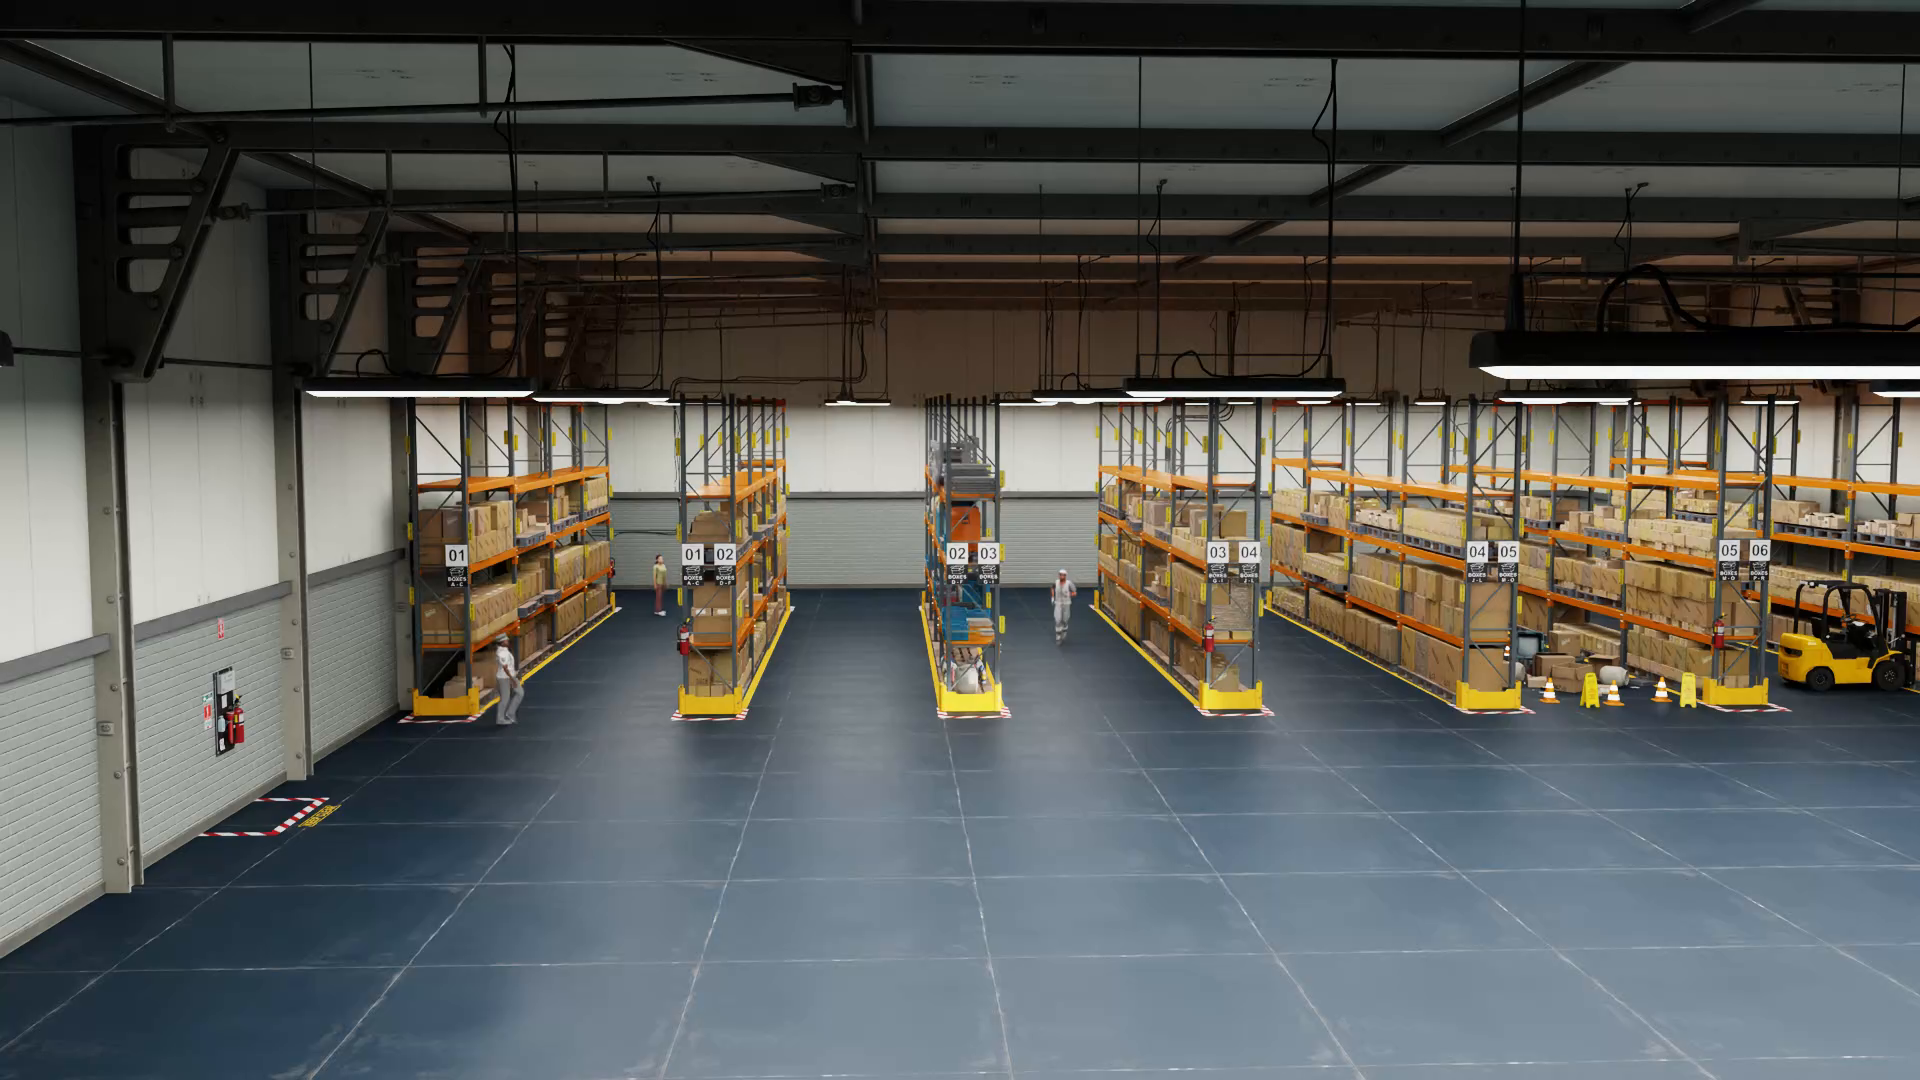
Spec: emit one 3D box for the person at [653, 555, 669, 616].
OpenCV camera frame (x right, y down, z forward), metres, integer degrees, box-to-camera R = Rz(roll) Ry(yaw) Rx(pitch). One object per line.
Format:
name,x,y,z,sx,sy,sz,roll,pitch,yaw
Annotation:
person,-8.341,1.246,46.231,0.379,1.680,0.505,2,5,19

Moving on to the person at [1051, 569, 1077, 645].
person,2.534,1.634,40.597,0.621,1.857,0.790,0,5,3

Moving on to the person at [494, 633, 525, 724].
person,-8.162,2.513,30.004,0.495,1.707,0.464,0,5,5
